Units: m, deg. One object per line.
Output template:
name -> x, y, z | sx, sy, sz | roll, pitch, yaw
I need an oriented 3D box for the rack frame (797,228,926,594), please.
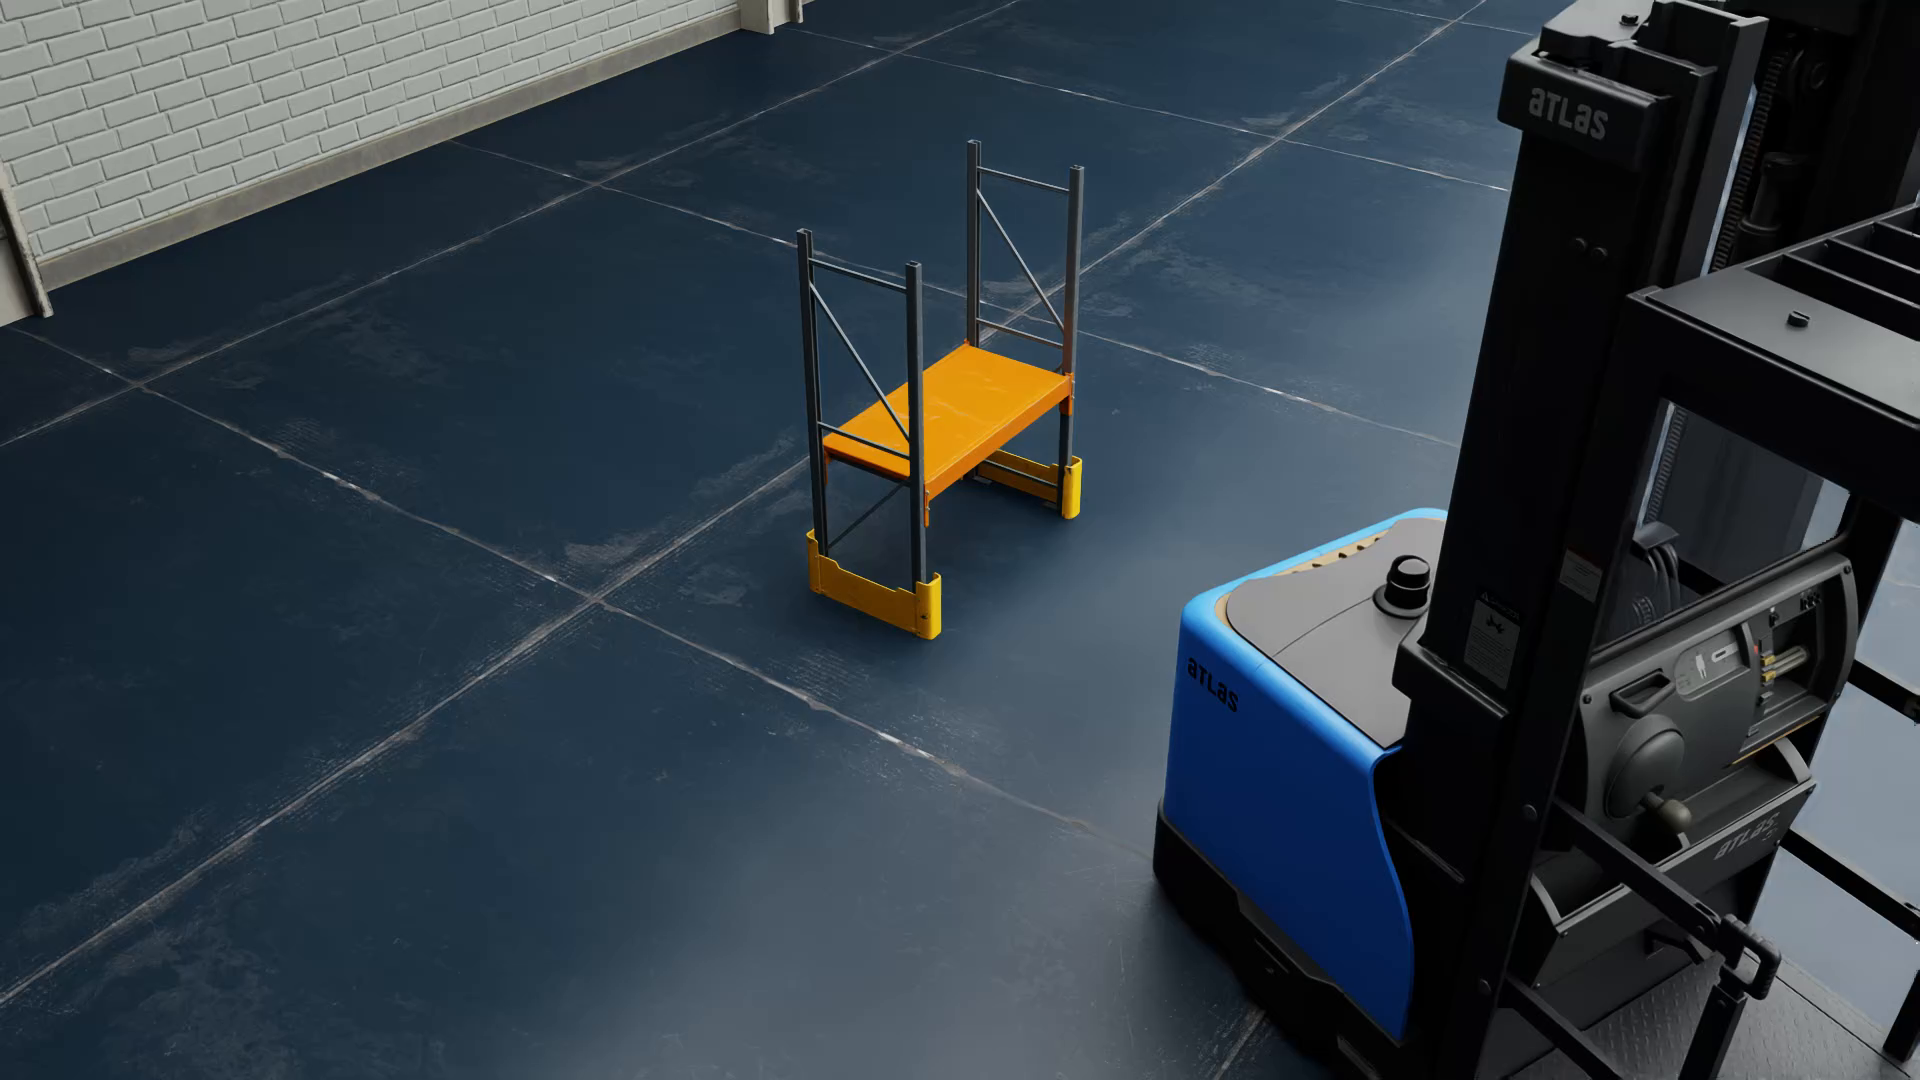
rack frame -> -0.339, -0.348, 5.926 | 0.500, 1.500, 0.032 | 21, 39, 28

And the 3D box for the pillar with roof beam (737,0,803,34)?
pillar with roof beam -> 2.119, -6.220, 7.914 | 9.100, 9.000, 0.400 | 21, 39, 28

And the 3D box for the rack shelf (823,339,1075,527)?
rack shelf -> -0.049, -0.433, 6.373 | 0.538, 0.185, 1.000 | 21, 39, 28

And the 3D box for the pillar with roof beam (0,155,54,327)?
pillar with roof beam -> -1.302, -3.459, 3.831 | 9.100, 9.000, 0.400 | 21, 39, 28

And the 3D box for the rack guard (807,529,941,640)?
rack guard -> -0.327, 0.161, 6.289 | 0.587, 0.250, 0.087 | 21, 39, 28

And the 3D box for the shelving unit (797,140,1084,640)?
shelving unit -> -0.043, -0.586, 6.278 | 0.587, 1.500, 1.083 | 21, 39, 28

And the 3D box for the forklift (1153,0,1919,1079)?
forklift -> 1.803, 0.399, 3.544 | 1.130, 2.935, 3.031 | -19, 39, -26

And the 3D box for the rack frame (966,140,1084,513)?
rack frame -> 0.241, -0.816, 6.618 | 0.500, 1.500, 0.032 | 21, 39, 28

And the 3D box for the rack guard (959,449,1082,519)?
rack guard -> 0.240, -0.298, 6.967 | 0.587, 0.250, 0.087 | 21, 39, 28
